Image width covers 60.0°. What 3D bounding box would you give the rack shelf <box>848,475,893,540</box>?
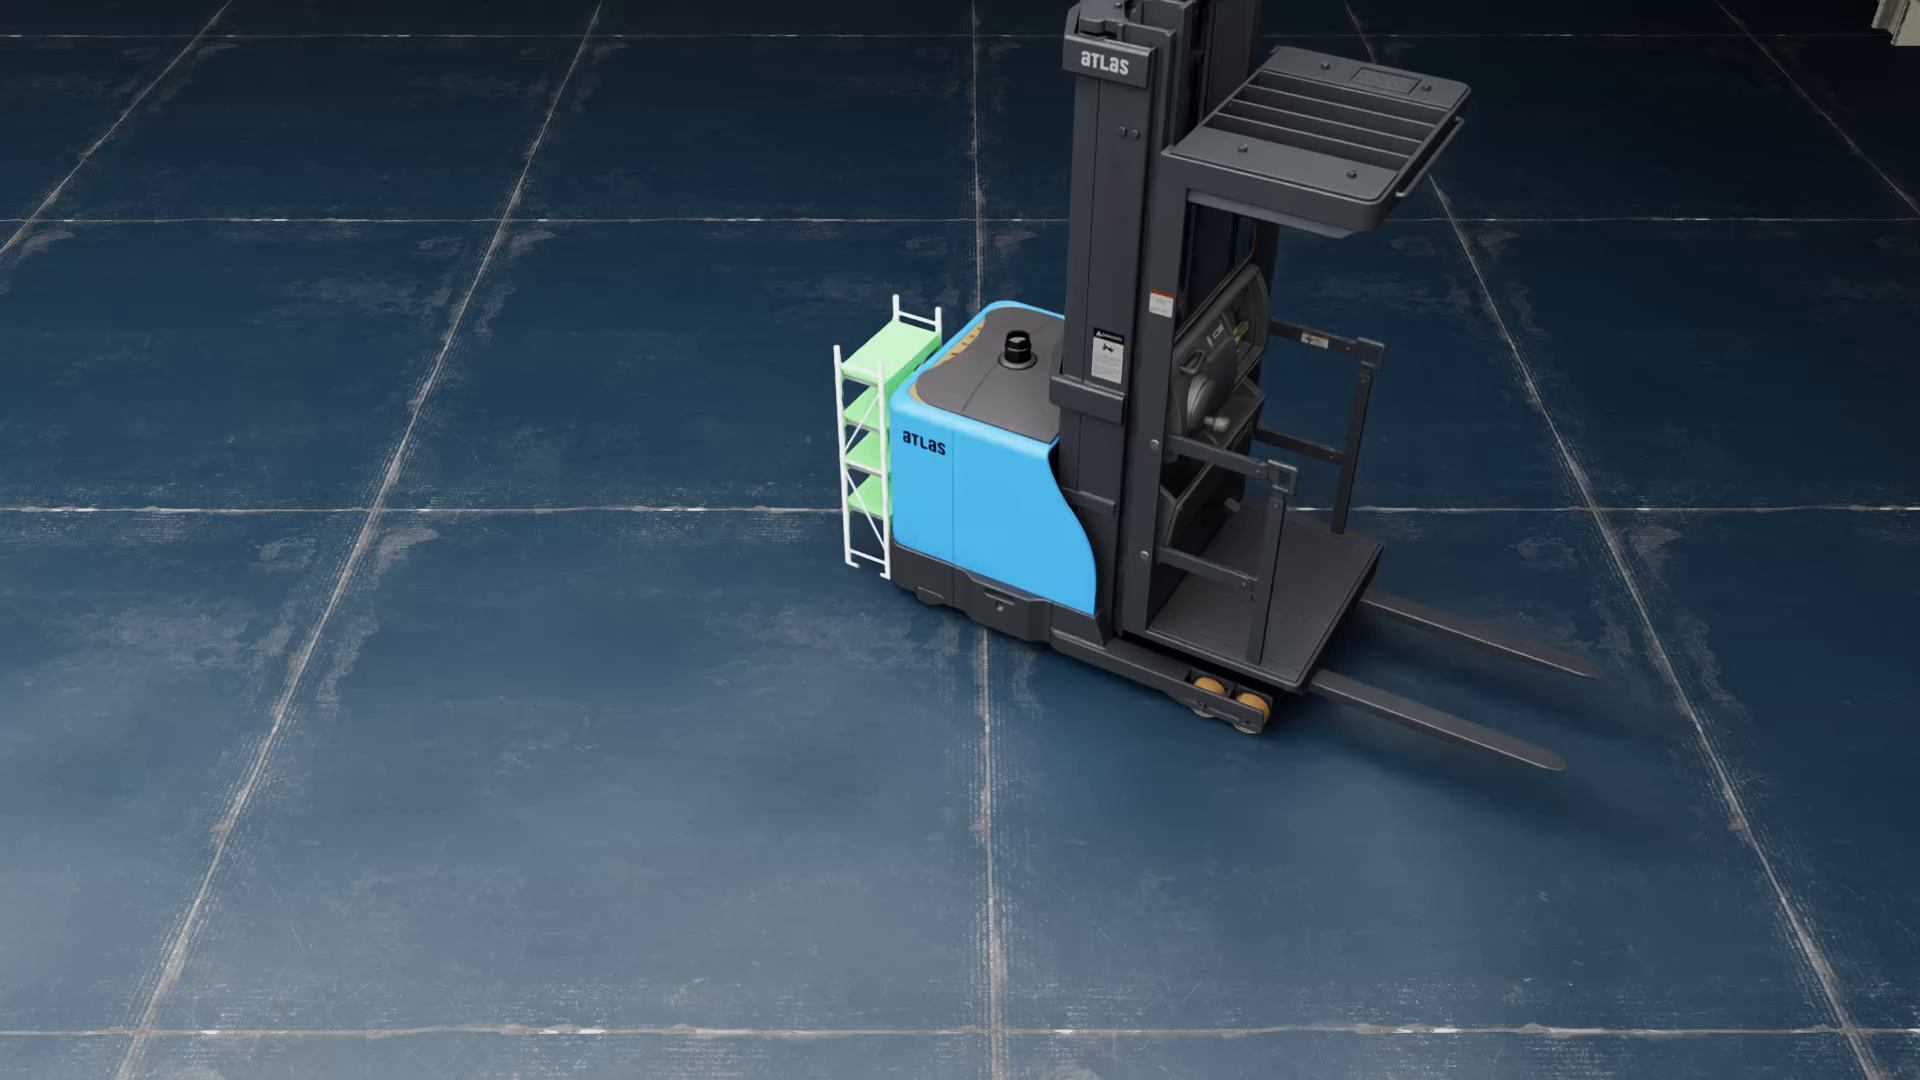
[{"bbox_3d":[-0.311,-0.221,7.798,0.258,0.148,0.480,19,43,22],"label":"rack shelf"}]

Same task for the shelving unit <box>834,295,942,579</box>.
[{"bbox_3d":[-0.311,-0.458,7.608,0.258,1.200,0.503,19,43,22],"label":"shelving unit"}]

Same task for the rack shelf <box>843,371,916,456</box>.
[{"bbox_3d":[-0.311,-0.596,7.498,0.258,0.148,0.480,19,43,22],"label":"rack shelf"}]

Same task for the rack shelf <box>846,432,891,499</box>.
[{"bbox_3d":[-0.311,-0.408,7.648,0.258,0.148,0.480,19,43,22],"label":"rack shelf"}]

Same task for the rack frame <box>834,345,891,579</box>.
[{"bbox_3d":[-0.431,-0.325,7.442,0.240,1.200,0.015,19,43,22],"label":"rack frame"}]

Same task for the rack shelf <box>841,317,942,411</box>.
[{"bbox_3d":[-0.311,-0.783,7.348,0.258,0.148,0.480,19,43,22],"label":"rack shelf"}]

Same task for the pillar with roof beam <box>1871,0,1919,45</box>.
[{"bbox_3d":[2.985,-7.415,10.053,9.100,9.000,0.400,0,39,0],"label":"pillar with roof beam"}]

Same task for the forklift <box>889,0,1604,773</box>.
[{"bbox_3d":[1.217,-0.715,6.543,3.031,2.935,1.130,20,43,23],"label":"forklift"}]

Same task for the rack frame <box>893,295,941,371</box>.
[{"bbox_3d":[-0.191,-0.591,7.774,0.240,1.200,0.015,19,43,22],"label":"rack frame"}]
